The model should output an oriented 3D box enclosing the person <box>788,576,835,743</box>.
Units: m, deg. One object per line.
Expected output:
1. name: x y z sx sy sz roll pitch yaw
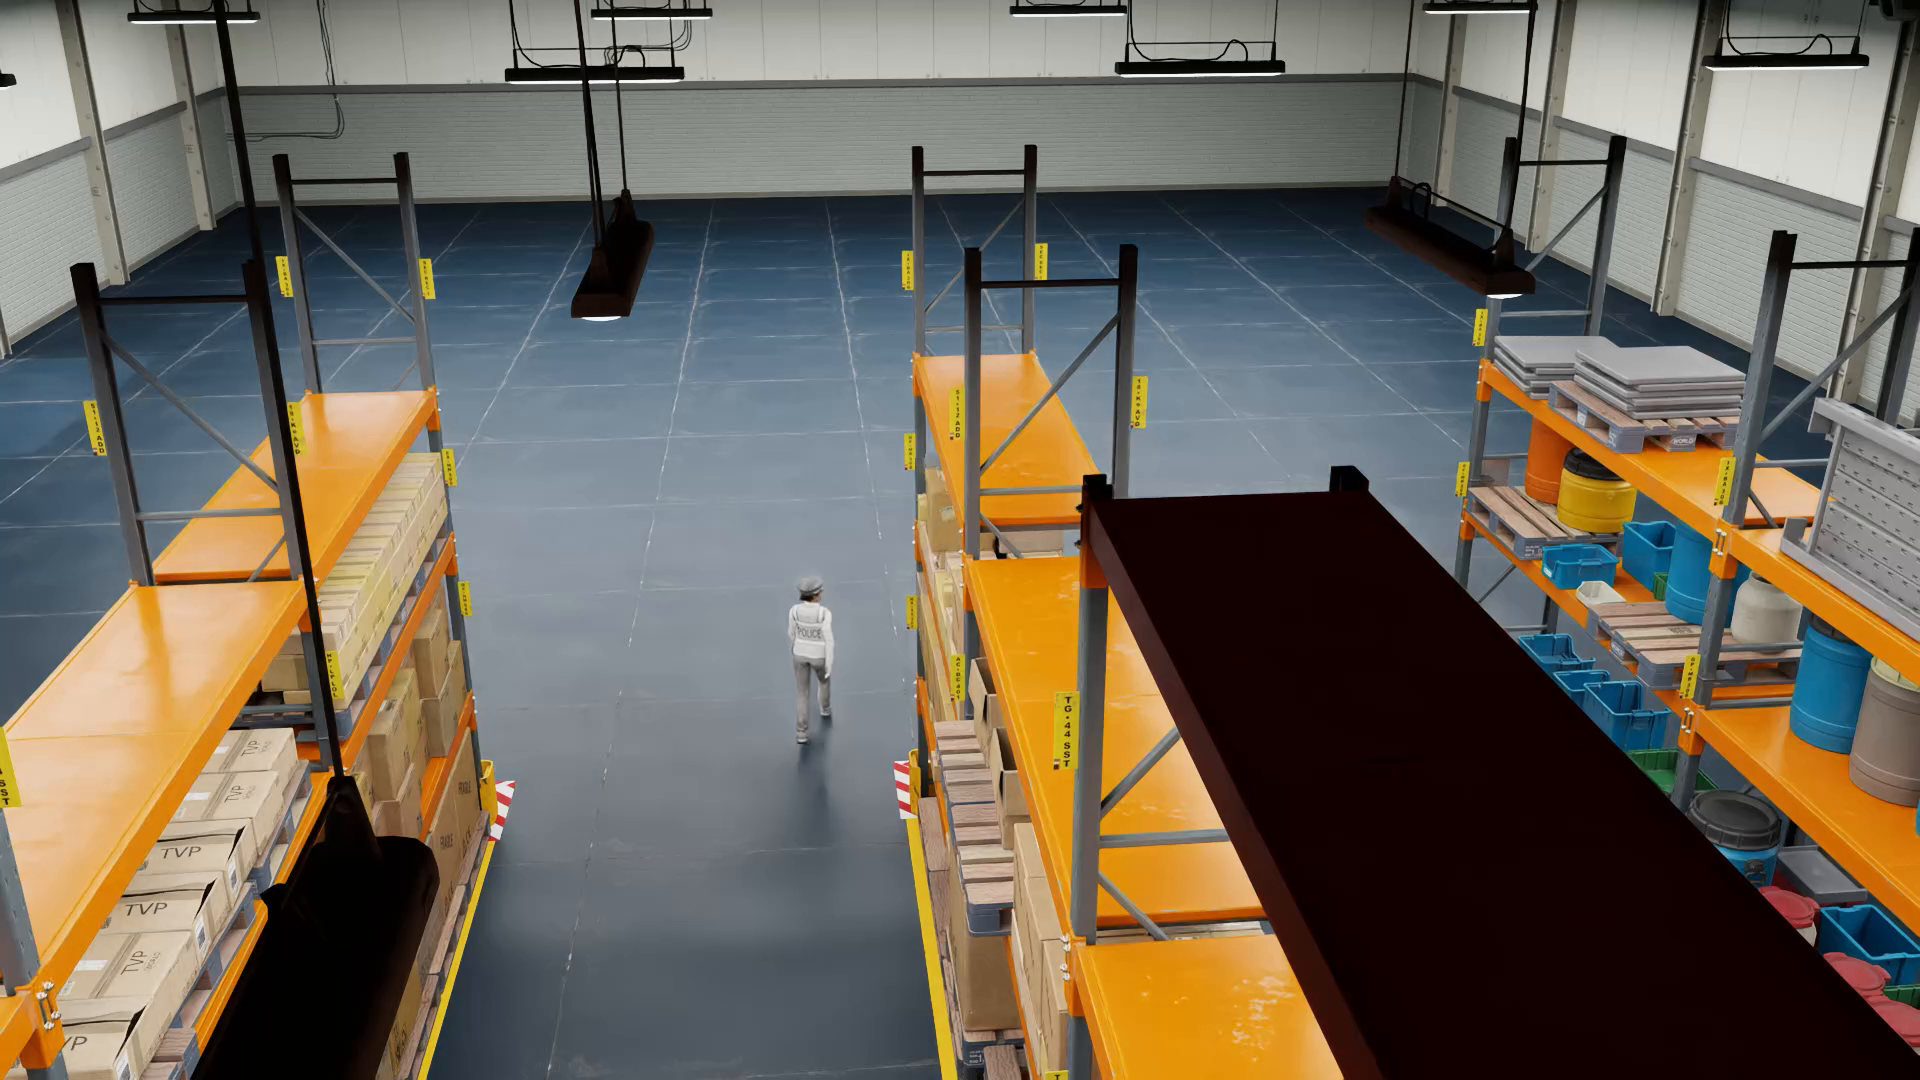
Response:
1. person: -1.433 1.115 16.538 0.489 1.642 0.865 4 22 9
